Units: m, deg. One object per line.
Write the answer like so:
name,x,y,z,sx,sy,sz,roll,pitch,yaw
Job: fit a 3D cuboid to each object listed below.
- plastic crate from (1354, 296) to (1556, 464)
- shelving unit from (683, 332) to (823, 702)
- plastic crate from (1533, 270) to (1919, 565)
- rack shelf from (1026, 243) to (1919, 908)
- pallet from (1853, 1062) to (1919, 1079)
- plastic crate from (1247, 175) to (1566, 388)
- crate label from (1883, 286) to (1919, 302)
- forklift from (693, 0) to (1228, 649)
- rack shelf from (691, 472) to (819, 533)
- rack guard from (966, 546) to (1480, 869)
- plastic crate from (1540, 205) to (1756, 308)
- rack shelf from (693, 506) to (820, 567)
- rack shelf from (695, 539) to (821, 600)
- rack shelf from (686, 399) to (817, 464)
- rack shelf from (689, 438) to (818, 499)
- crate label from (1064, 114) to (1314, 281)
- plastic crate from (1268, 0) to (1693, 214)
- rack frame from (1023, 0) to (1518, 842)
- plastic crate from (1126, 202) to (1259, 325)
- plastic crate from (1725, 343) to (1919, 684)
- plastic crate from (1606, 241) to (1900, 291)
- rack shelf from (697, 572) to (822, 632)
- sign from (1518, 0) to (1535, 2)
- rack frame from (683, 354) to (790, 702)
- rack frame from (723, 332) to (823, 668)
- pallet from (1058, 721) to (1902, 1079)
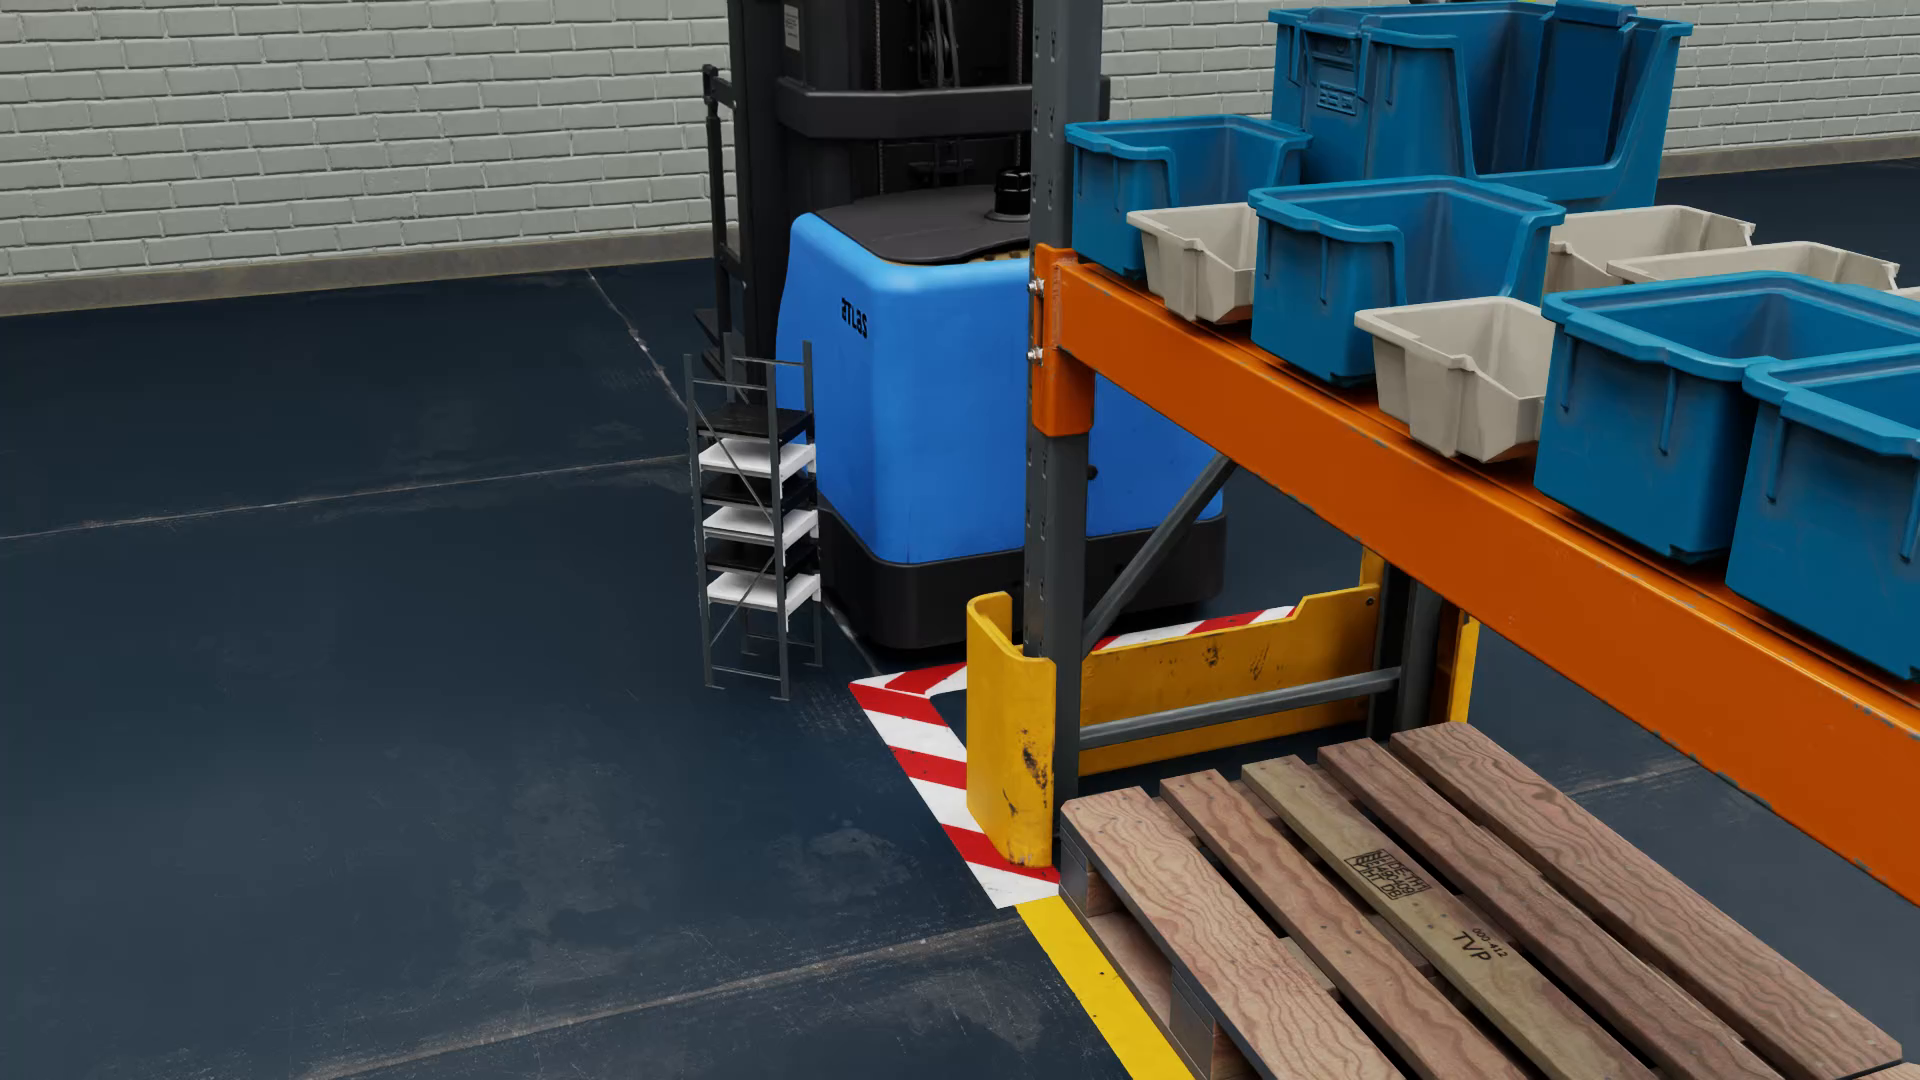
plastic crate,0.679,-0.200,2.126,0.250,0.136,0.298,-8,24,-19
shelving unit,-0.515,-0.053,4.217,0.258,0.900,0.210,8,24,19
plastic crate,0.868,-0.141,1.860,0.416,0.233,0.300,-8,24,-19
rack shelf,1.331,0.255,1.710,1.077,0.370,4.000,-8,24,-19
pallet,1.306,1.229,2.062,1.003,0.211,1.213,-8,24,-19
plastic crate,0.636,-0.380,2.428,0.416,0.233,0.300,-8,24,-19
crate label,1.292,-0.233,2.203,0.396,0.136,0.243,-8,24,-19
forklift,-0.252,-1.605,5.285,1.130,2.935,3.031,-9,24,-19
rack shelf,-0.515,-0.105,4.195,0.258,0.077,0.200,8,24,19
rack guard,0.603,0.341,3.796,1.175,0.500,0.348,-8,24,-19
plastic crate,1.081,-0.438,2.690,0.396,0.136,0.243,-8,24,-19
rack shelf,-0.515,-0.022,4.230,0.258,0.077,0.200,8,24,19
rack shelf,-0.515,0.061,4.264,0.258,0.077,0.200,8,24,19
rack shelf,-0.515,-0.271,4.125,0.258,0.077,0.200,8,24,19
rack shelf,-0.515,-0.188,4.160,0.258,0.077,0.200,8,24,19
crate label,0.403,-0.619,2.995,0.416,0.233,0.303,-8,24,-19
plastic crate,0.917,-0.751,3.048,0.616,0.435,0.499,-8,24,-19
rack frame,0.624,-0.804,3.294,1.000,3.000,0.127,-8,24,-19
plastic crate,0.439,-0.447,2.710,0.250,0.136,0.298,-8,24,-19
plastic crate,0.974,-0.032,1.601,0.416,0.233,0.300,-8,24,-19
plastic crate,1.170,-0.331,2.435,0.396,0.136,0.243,-8,24,-19
rack shelf,-0.515,0.144,4.299,0.258,0.077,0.200,8,24,19
sign,1.133,-0.960,3.456,0.100,0.325,0.005,-8,24,-19
rack frame,-0.550,-0.016,4.129,0.240,0.900,0.006,8,24,19
rack frame,-0.480,-0.090,4.304,0.240,0.900,0.006,8,24,19
pallet,0.879,0.786,3.112,1.003,0.211,1.213,-8,24,-19
